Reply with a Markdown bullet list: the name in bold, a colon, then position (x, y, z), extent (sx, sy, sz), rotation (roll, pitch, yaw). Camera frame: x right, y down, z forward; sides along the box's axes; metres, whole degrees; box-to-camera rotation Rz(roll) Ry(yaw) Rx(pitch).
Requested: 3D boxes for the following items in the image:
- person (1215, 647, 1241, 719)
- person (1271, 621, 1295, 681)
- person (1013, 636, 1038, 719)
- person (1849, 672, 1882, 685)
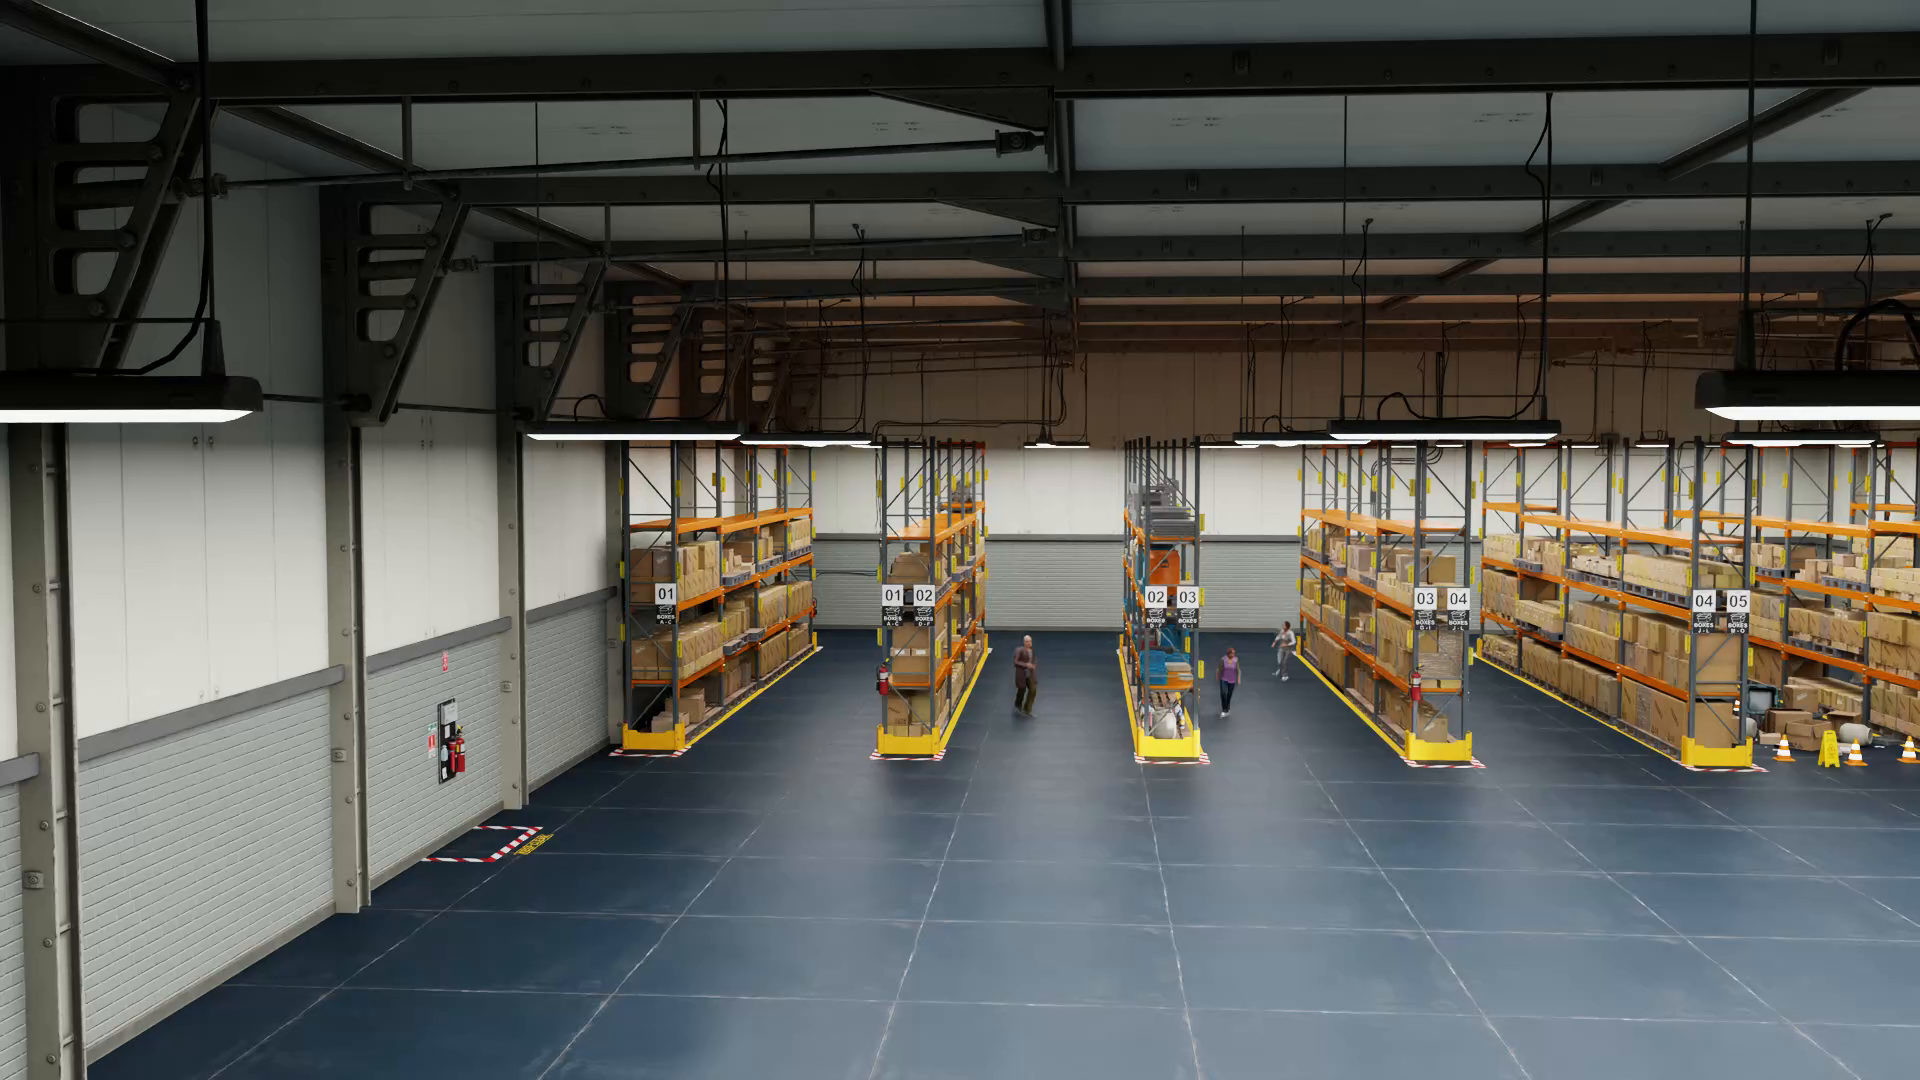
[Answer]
- **person**: position (5.774, 3.046, 35.828), extent (0.527, 1.537, 0.715), rotation (0, 3, -1)
- **person**: position (8.104, 2.767, 41.555), extent (0.643, 1.526, 0.581), rotation (2, 3, 28)
- **person**: position (1.336, 2.924, 35.861), extent (0.661, 1.769, 0.902), rotation (-2, 3, -28)
- **person**: position (22.058, 2.754, 40.418), extent (0.692, 1.545, 1.063), rotation (0, 3, -7)
